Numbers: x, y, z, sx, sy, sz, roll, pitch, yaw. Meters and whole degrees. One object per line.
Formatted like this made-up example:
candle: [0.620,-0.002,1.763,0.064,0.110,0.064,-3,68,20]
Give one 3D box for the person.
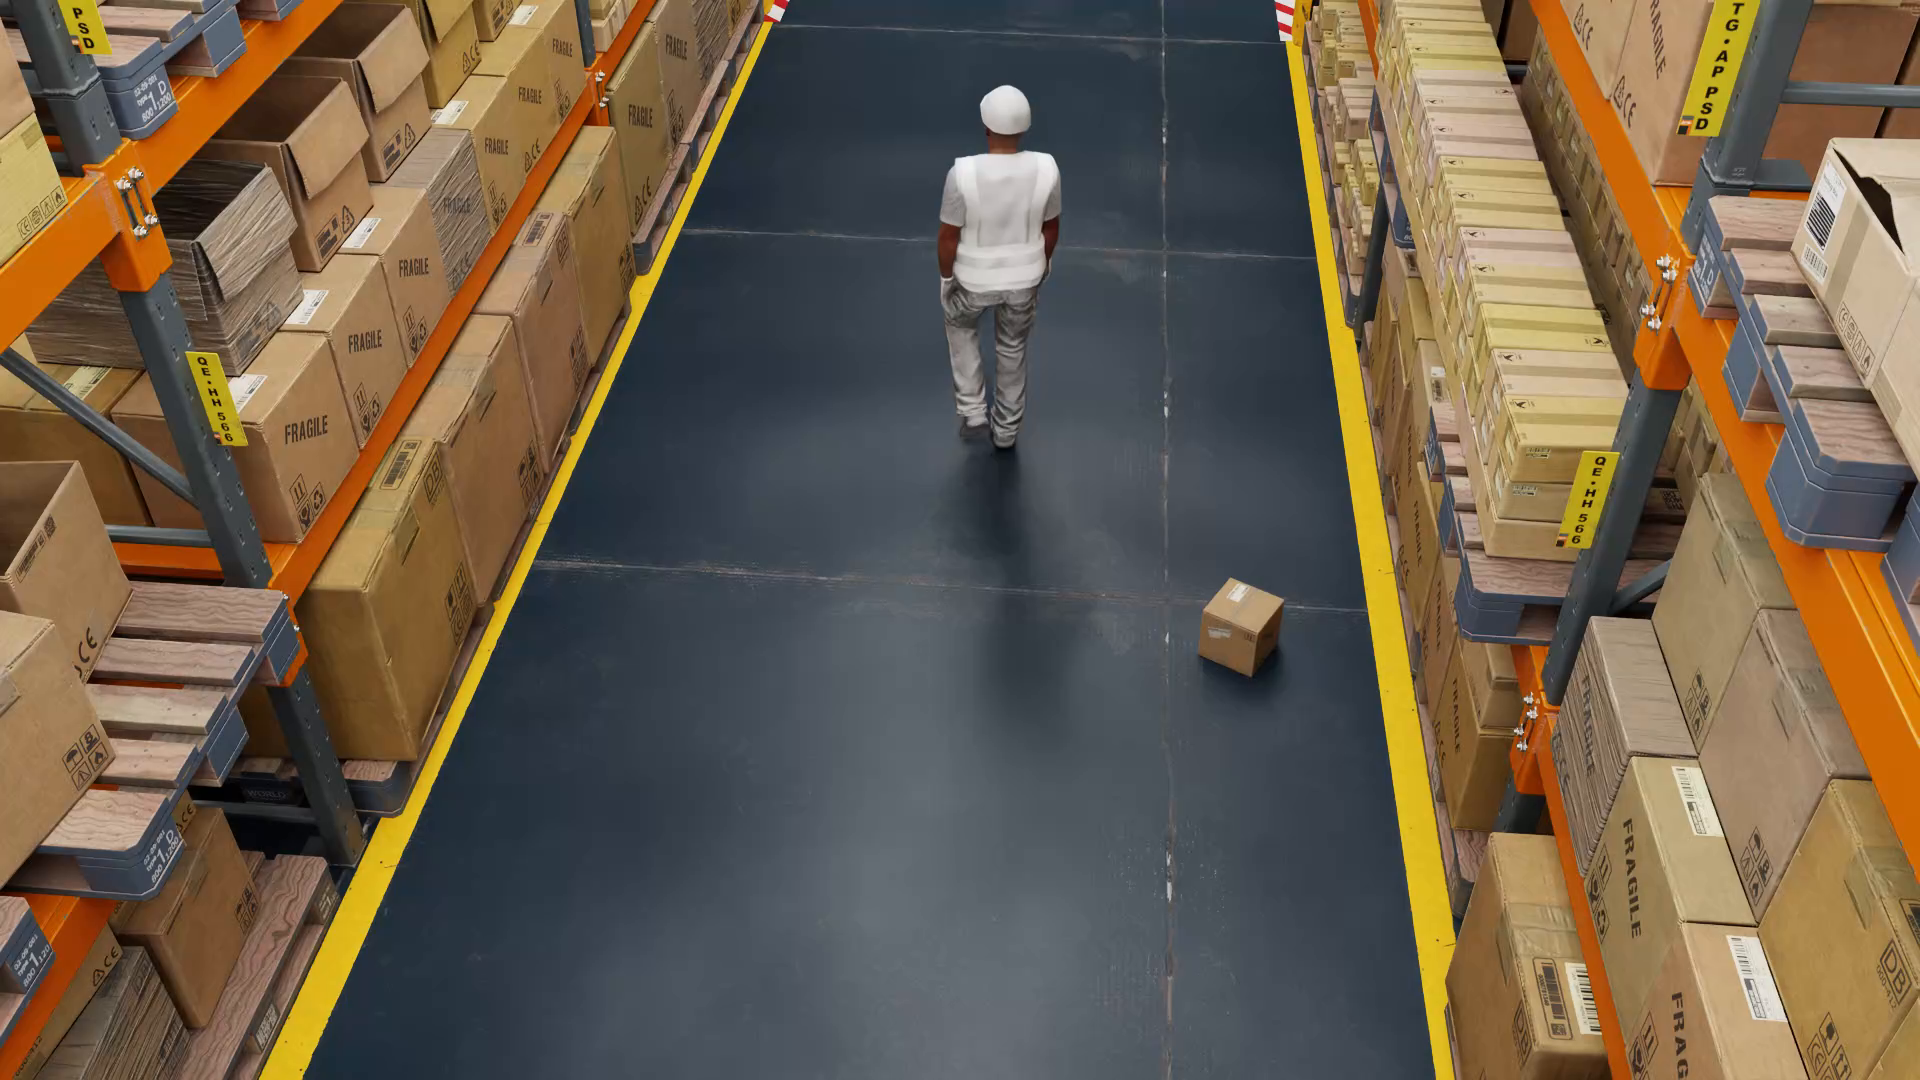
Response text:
person: [0.170,-1.219,7.573,0.563,1.794,0.452,-4,40,-5]
